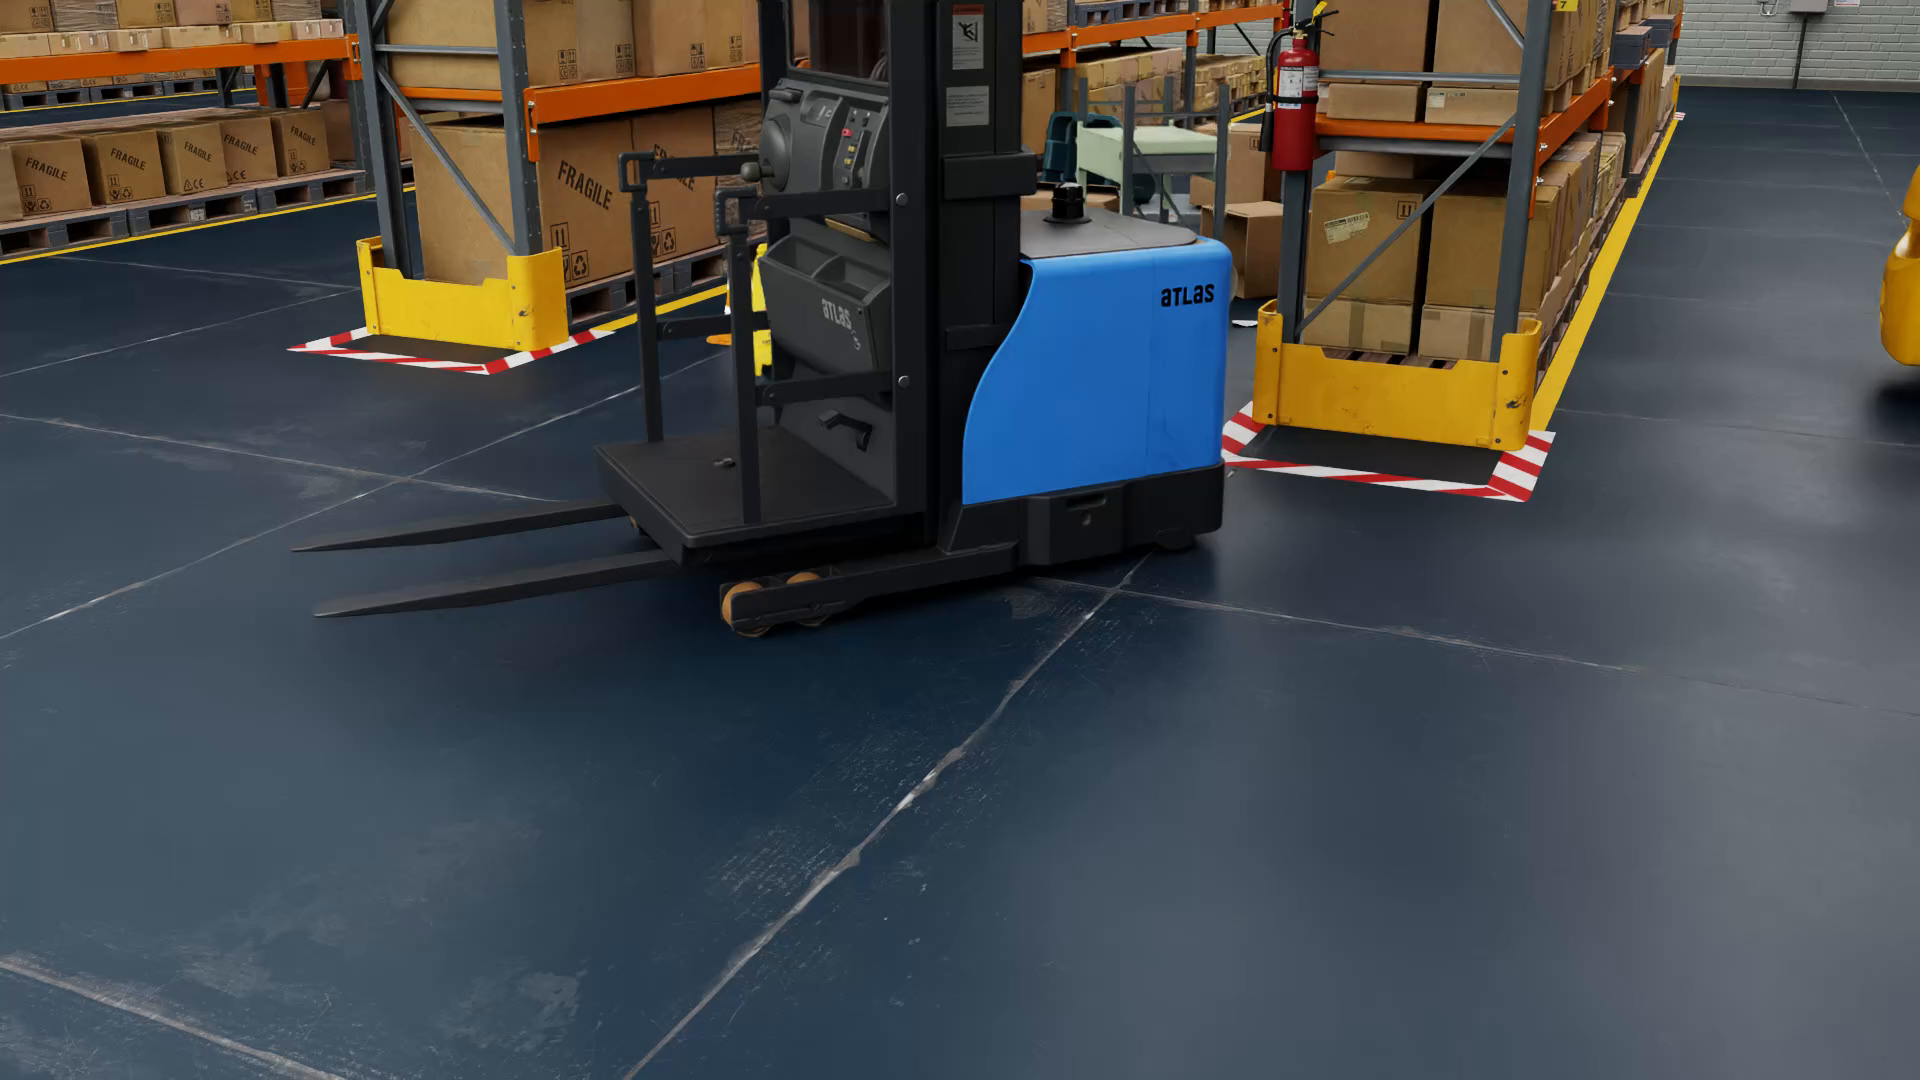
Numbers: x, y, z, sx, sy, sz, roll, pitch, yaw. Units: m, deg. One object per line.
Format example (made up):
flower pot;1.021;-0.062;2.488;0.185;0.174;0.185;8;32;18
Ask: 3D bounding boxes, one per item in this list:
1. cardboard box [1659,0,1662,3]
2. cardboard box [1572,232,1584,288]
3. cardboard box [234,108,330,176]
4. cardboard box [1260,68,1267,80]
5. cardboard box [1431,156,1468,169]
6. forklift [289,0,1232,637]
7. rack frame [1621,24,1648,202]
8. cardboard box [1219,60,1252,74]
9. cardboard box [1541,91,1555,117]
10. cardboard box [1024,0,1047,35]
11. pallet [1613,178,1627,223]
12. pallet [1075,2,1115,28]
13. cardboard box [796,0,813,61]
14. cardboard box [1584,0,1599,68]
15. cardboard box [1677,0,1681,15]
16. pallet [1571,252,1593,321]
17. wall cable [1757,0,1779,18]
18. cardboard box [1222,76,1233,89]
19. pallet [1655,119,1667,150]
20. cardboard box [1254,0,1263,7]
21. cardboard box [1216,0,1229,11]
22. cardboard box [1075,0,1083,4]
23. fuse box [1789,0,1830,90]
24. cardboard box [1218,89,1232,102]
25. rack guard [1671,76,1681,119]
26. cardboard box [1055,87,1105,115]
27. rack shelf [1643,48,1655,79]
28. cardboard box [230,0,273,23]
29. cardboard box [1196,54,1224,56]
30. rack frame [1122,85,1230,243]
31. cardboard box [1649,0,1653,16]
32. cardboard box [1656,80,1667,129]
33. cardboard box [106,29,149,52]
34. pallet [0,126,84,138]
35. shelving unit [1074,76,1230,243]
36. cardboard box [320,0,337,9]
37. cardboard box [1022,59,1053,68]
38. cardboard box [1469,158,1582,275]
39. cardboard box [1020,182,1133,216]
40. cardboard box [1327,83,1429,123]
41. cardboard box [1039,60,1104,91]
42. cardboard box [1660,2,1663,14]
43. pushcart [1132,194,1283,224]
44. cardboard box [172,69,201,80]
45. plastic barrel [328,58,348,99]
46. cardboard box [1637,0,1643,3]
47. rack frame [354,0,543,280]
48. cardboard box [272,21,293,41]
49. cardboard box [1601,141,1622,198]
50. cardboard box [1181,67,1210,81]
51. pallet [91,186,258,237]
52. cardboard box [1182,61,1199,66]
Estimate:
cardboard box;6.003;-4.931;14.834;0.500;0.250;0.500;8;21;22
cardboard box;3.298;-1.634;9.564;0.500;0.250;0.500;8;21;21
cardboard box;-5.737;-3.377;14.090;0.500;0.500;0.500;8;21;21
cardboard box;3.905;-6.224;22.178;0.380;0.149;0.250;8;21;21
cardboard box;2.380;-1.740;8.743;0.500;0.500;0.500;8;21;21
forklift;-0.621;-1.284;5.204;3.031;2.935;1.130;-10;22;-25
rack frame;5.142;-4.336;13.685;1.000;3.000;0.127;9;21;23
cardboard box;3.507;-6.043;21.223;0.380;0.149;0.250;9;22;25
cardboard box;2.467;-1.997;7.482;0.380;0.149;0.250;8;21;21
cardboard box;0.440;-4.705;14.572;0.500;0.500;0.500;9;21;23
pallet;4.821;-2.784;13.481;1.003;0.211;1.213;9;21;23
pallet;0.779;-5.127;16.194;1.213;0.211;1.003;9;21;23
cardboard box;-1.398;-3.547;11.241;0.875;0.550;0.550;9;21;23
cardboard box;2.931;-2.656;8.367;0.500;0.500;0.500;8;21;22
cardboard box;7.841;-6.175;18.708;0.500;0.500;0.500;9;22;24
pallet;3.261;-1.589;10.123;1.003;0.211;1.213;9;21;23
wall cable;12.004;-8.796;24.710;0.588;1.984;0.122;9;21;23
cardboard box;3.160;-5.670;20.618;0.380;0.149;0.250;8;21;22
pallet;7.163;-4.467;18.214;1.003;0.211;1.213;9;21;23
cardboard box;3.677;-6.942;21.388;0.380;0.149;0.250;9;22;24
cardboard box;3.016;-6.459;20.029;0.380;0.149;0.250;9;21;24
cardboard box;0.952;-5.173;15.786;0.380;0.149;0.250;8;21;22
fuse box;12.562;-7.569;24.698;0.539;1.711;0.414;9;21;23
cardboard box;3.159;-5.531;20.674;0.380;0.149;0.250;8;21;21
rack guard;8.428;-5.611;21.001;1.175;0.500;0.348;9;21;23
cardboard box;1.107;-4.186;16.366;0.500;0.500;0.500;8;21;20
rack shelf;5.961;-4.609;15.525;1.077;0.370;4.000;9;21;23
cardboard box;-6.014;-4.383;13.224;0.875;0.500;0.500;9;21;23
cardboard box;3.336;-6.451;22.373;0.380;0.149;0.250;8;21;20
rack frame;0.815;-0.981;6.427;0.400;1.500;0.023;-3;18;-9
cardboard box;5.116;-4.108;12.792;0.380;0.149;0.250;8;21;22
cardboard box;7.135;-4.727;17.981;0.875;0.438;0.875;8;21;22
cardboard box;-6.138;-3.632;12.079;0.380;0.149;0.250;9;21;23
pallet;-9.769;-4.084;17.138;1.003;0.211;1.213;9;21;23
shelving unit;0.753;-1.092;6.770;0.431;1.500;0.755;-3;18;-9
cardboard box;-5.084;-5.177;14.528;1.000;1.000;1.000;9;21;23
cardboard box;0.626;-4.603;16.420;0.500;0.250;0.500;8;21;21
cardboard box;2.881;-1.675;8.560;0.500;0.500;0.500;9;21;24
cardboard box;0.651;-1.950;10.498;0.797;0.637;0.503;9;21;23
cardboard box;1.824;-1.916;7.255;0.380;0.149;0.250;9;22;25
cardboard box;1.088;-4.536;16.230;0.500;0.250;0.500;8;21;20
cardboard box;6.393;-5.009;15.802;0.500;0.250;0.500;8;21;21
pushcart;1.404;-2.175;11.523;1.648;0.377;0.936;1;20;4
cardboard box;-11.448;-6.969;24.161;0.500;0.500;0.500;9;21;23
plastic barrel;-7.770;-5.934;21.151;0.600;0.588;0.708;9;21;23
cardboard box;4.377;-3.905;11.253;0.500;0.500;0.500;8;21;22
rack frame;-2.691;-2.539;8.631;1.000;3.000;0.127;9;21;23
cardboard box;-5.625;-4.105;13.411;0.380;0.149;0.250;9;21;23
cardboard box;4.607;-2.898;12.936;0.950;0.372;0.625;8;21;22
cardboard box;2.778;-5.579;19.920;0.380;0.149;0.250;8;21;22
pallet;-6.278;-2.575;12.894;1.003;0.211;1.213;9;21;23
cardboard box;2.800;-5.956;20.981;0.380;0.149;0.250;9;21;23
